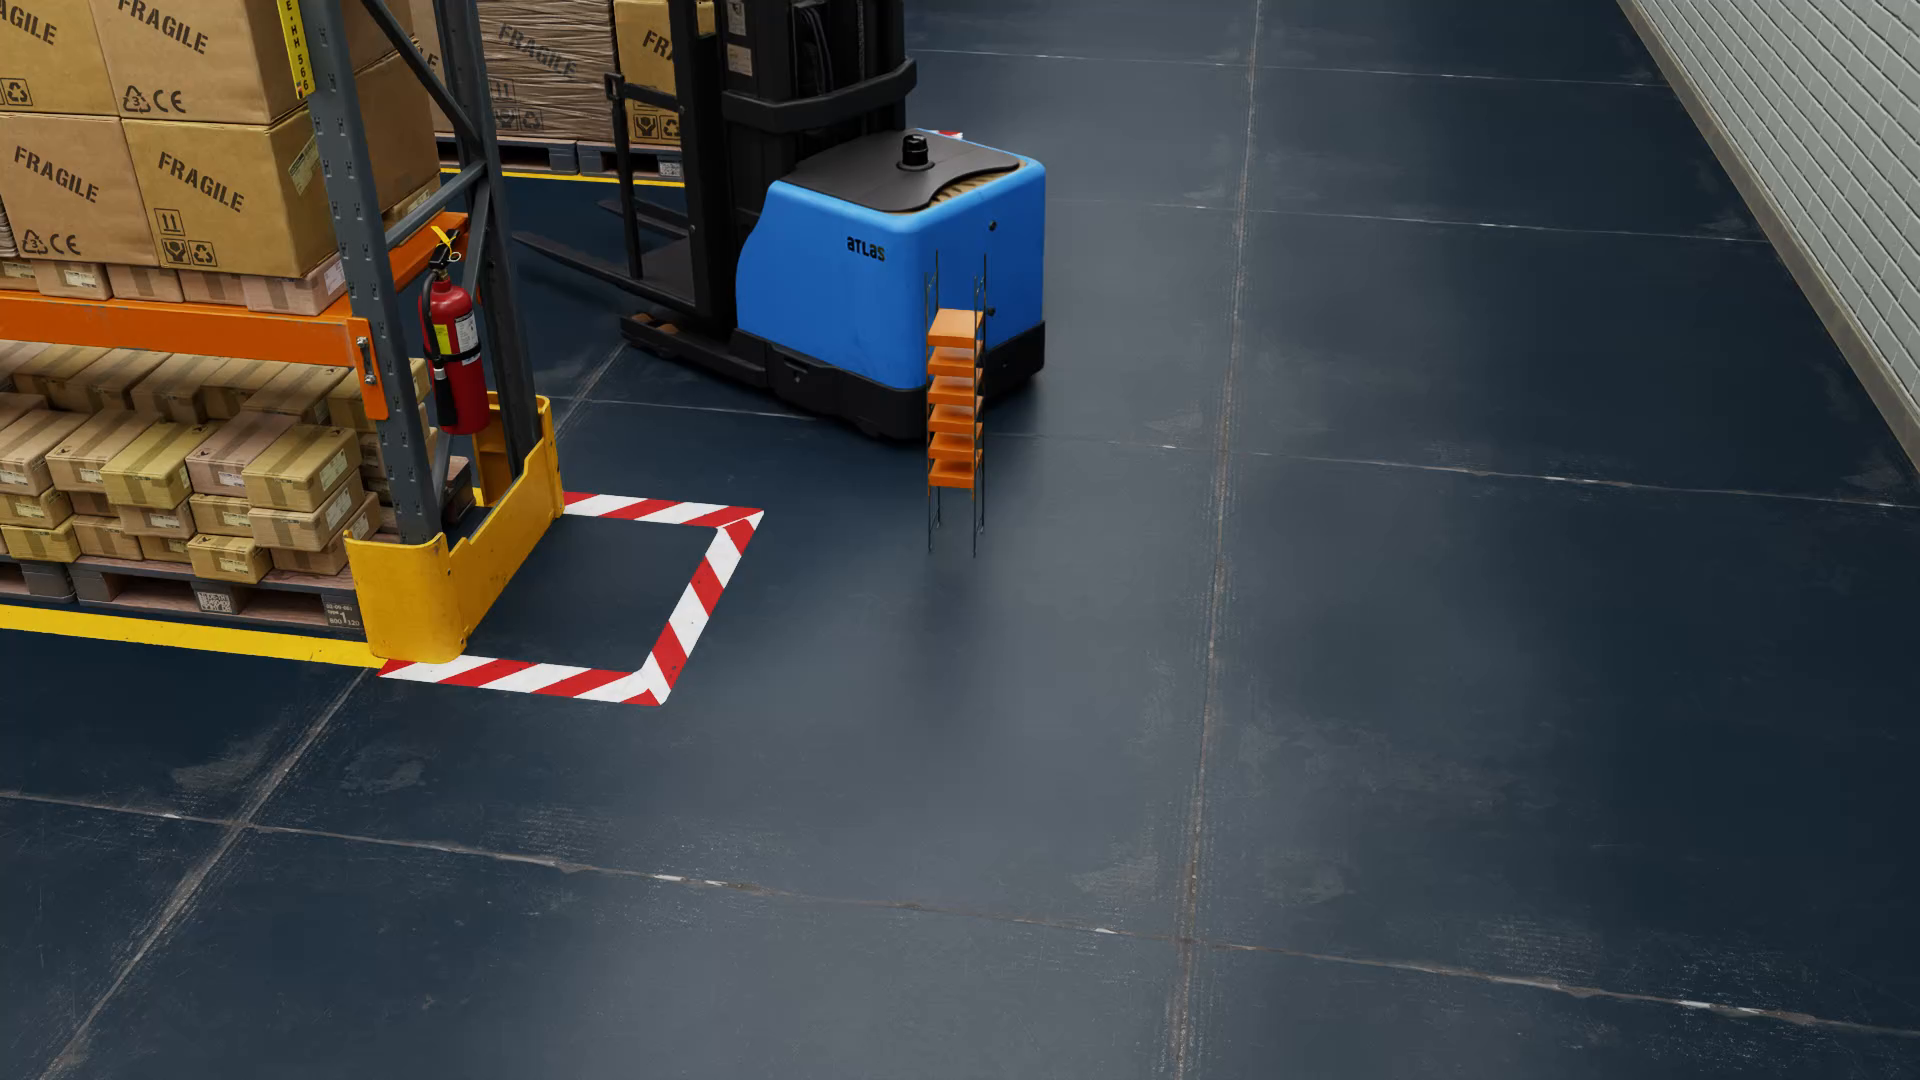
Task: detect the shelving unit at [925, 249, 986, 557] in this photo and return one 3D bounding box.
[{"bbox_3d":[-0.014,-0.510,6.434,0.189,1.200,0.258,5,32,8],"label":"shelving unit"}]

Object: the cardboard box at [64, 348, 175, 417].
[{"bbox_3d":[-3.344,-0.636,6.670,0.250,0.149,0.380,6,33,10],"label":"cardboard box"}]

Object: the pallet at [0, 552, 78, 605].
[{"bbox_3d":[-3.904,-0.156,6.801,1.213,0.211,1.003,5,32,8],"label":"pallet"}]

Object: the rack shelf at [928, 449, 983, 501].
[{"bbox_3d":[-0.014,-0.269,6.585,0.180,0.103,0.258,5,32,8],"label":"rack shelf"}]

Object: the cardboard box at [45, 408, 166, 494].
[{"bbox_3d":[-3.159,-0.332,6.184,0.250,0.149,0.380,4,32,6],"label":"cardboard box"}]

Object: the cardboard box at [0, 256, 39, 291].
[{"bbox_3d":[-3.203,-1.011,5.775,0.250,0.149,0.380,4,32,6],"label":"cardboard box"}]

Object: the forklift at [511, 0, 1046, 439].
[{"bbox_3d":[-1.056,-2.327,7.704,3.031,2.935,1.130,24,39,33],"label":"forklift"}]

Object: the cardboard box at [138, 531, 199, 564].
[{"bbox_3d":[-2.906,-0.076,6.336,0.250,0.149,0.380,5,32,8],"label":"cardboard box"}]

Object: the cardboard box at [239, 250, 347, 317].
[{"bbox_3d":[-2.204,-0.905,5.606,0.250,0.149,0.380,5,32,8],"label":"cardboard box"}]

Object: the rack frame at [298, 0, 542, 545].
[{"bbox_3d":[-1.835,-1.130,5.729,0.127,3.000,1.000,5,32,8],"label":"rack frame"}]

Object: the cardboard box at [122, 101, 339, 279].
[{"bbox_3d":[-2.322,-1.204,5.472,0.500,0.500,0.500,6,33,9],"label":"cardboard box"}]

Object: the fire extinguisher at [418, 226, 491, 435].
[{"bbox_3d":[-1.665,-0.676,5.426,0.183,0.674,0.296,5,32,8],"label":"fire extinguisher"}]

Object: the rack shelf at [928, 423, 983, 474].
[{"bbox_3d":[-0.014,-0.370,6.521,0.180,0.103,0.258,5,32,8],"label":"rack shelf"}]

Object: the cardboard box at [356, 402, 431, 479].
[{"bbox_3d":[-2.309,-0.407,6.584,0.250,0.149,0.380,6,33,10],"label":"cardboard box"}]

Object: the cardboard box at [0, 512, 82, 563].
[{"bbox_3d":[-3.413,-0.082,6.344,0.250,0.149,0.380,4,32,6],"label":"cardboard box"}]

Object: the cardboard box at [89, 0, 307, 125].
[{"bbox_3d":[-2.328,-1.633,5.215,0.500,0.500,0.500,5,32,7],"label":"cardboard box"}]

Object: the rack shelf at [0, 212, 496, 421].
[{"bbox_3d":[-3.807,-1.004,6.205,4.000,0.370,1.077,5,32,8],"label":"rack shelf"}]

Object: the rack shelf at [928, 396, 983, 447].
[{"bbox_3d":[-0.014,-0.472,6.457,0.180,0.103,0.258,5,32,8],"label":"rack shelf"}]

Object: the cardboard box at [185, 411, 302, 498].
[{"bbox_3d":[-2.638,-0.319,6.163,0.250,0.149,0.380,6,33,9],"label":"cardboard box"}]

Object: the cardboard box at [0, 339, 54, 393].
[{"bbox_3d":[-3.859,-0.656,6.701,0.250,0.149,0.380,5,32,8],"label":"cardboard box"}]

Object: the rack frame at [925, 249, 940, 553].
[{"bbox_3d":[-0.104,-0.518,6.447,0.006,1.200,0.240,5,32,8],"label":"rack frame"}]

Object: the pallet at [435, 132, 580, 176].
[{"bbox_3d":[-2.902,-2.674,10.823,1.213,0.211,1.003,5,32,8],"label":"pallet"}]

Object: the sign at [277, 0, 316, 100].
[{"bbox_3d":[-1.949,-1.467,4.877,0.005,0.325,0.100,5,32,8],"label":"sign"}]

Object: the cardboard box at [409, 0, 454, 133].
[{"bbox_3d":[-3.320,-3.169,10.592,0.875,0.875,0.875,5,32,8],"label":"cardboard box"}]

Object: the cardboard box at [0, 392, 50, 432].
[{"bbox_3d":[-3.675,-0.409,6.306,0.250,0.149,0.380,4,32,7],"label":"cardboard box"}]

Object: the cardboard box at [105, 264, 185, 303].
[{"bbox_3d":[-2.693,-0.961,5.696,0.250,0.149,0.380,5,32,8],"label":"cardboard box"}]

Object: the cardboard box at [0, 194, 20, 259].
[{"bbox_3d":[-3.330,-1.293,5.614,0.500,0.500,0.500,5,32,8],"label":"cardboard box"}]

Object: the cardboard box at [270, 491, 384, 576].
[{"bbox_3d":[-2.389,-0.038,6.274,0.250,0.149,0.380,6,32,9],"label":"cardboard box"}]

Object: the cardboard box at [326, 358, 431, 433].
[{"bbox_3d":[-2.295,-0.576,6.574,0.250,0.149,0.380,4,32,6],"label":"cardboard box"}]

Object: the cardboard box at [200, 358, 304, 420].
[{"bbox_3d":[-2.814,-0.628,6.656,0.250,0.149,0.380,5,32,8],"label":"cardboard box"}]

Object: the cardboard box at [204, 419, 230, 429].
[{"bbox_3d":[-2.825,-0.437,6.631,0.250,0.149,0.380,6,32,9],"label":"cardboard box"}]

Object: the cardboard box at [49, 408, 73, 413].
[{"bbox_3d":[-3.612,-0.493,6.721,0.250,0.149,0.380,7,33,11],"label":"cardboard box"}]

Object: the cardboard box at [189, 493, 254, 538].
[{"bbox_3d":[-2.652,-0.175,6.214,0.250,0.149,0.380,4,32,7],"label":"cardboard box"}]

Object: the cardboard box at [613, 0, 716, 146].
[{"bbox_3d":[-1.546,-3.008,10.335,0.875,0.875,0.875,5,32,8],"label":"cardboard box"}]

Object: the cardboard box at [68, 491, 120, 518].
[{"bbox_3d":[-3.164,-0.247,6.328,0.250,0.149,0.380,5,32,8],"label":"cardboard box"}]
